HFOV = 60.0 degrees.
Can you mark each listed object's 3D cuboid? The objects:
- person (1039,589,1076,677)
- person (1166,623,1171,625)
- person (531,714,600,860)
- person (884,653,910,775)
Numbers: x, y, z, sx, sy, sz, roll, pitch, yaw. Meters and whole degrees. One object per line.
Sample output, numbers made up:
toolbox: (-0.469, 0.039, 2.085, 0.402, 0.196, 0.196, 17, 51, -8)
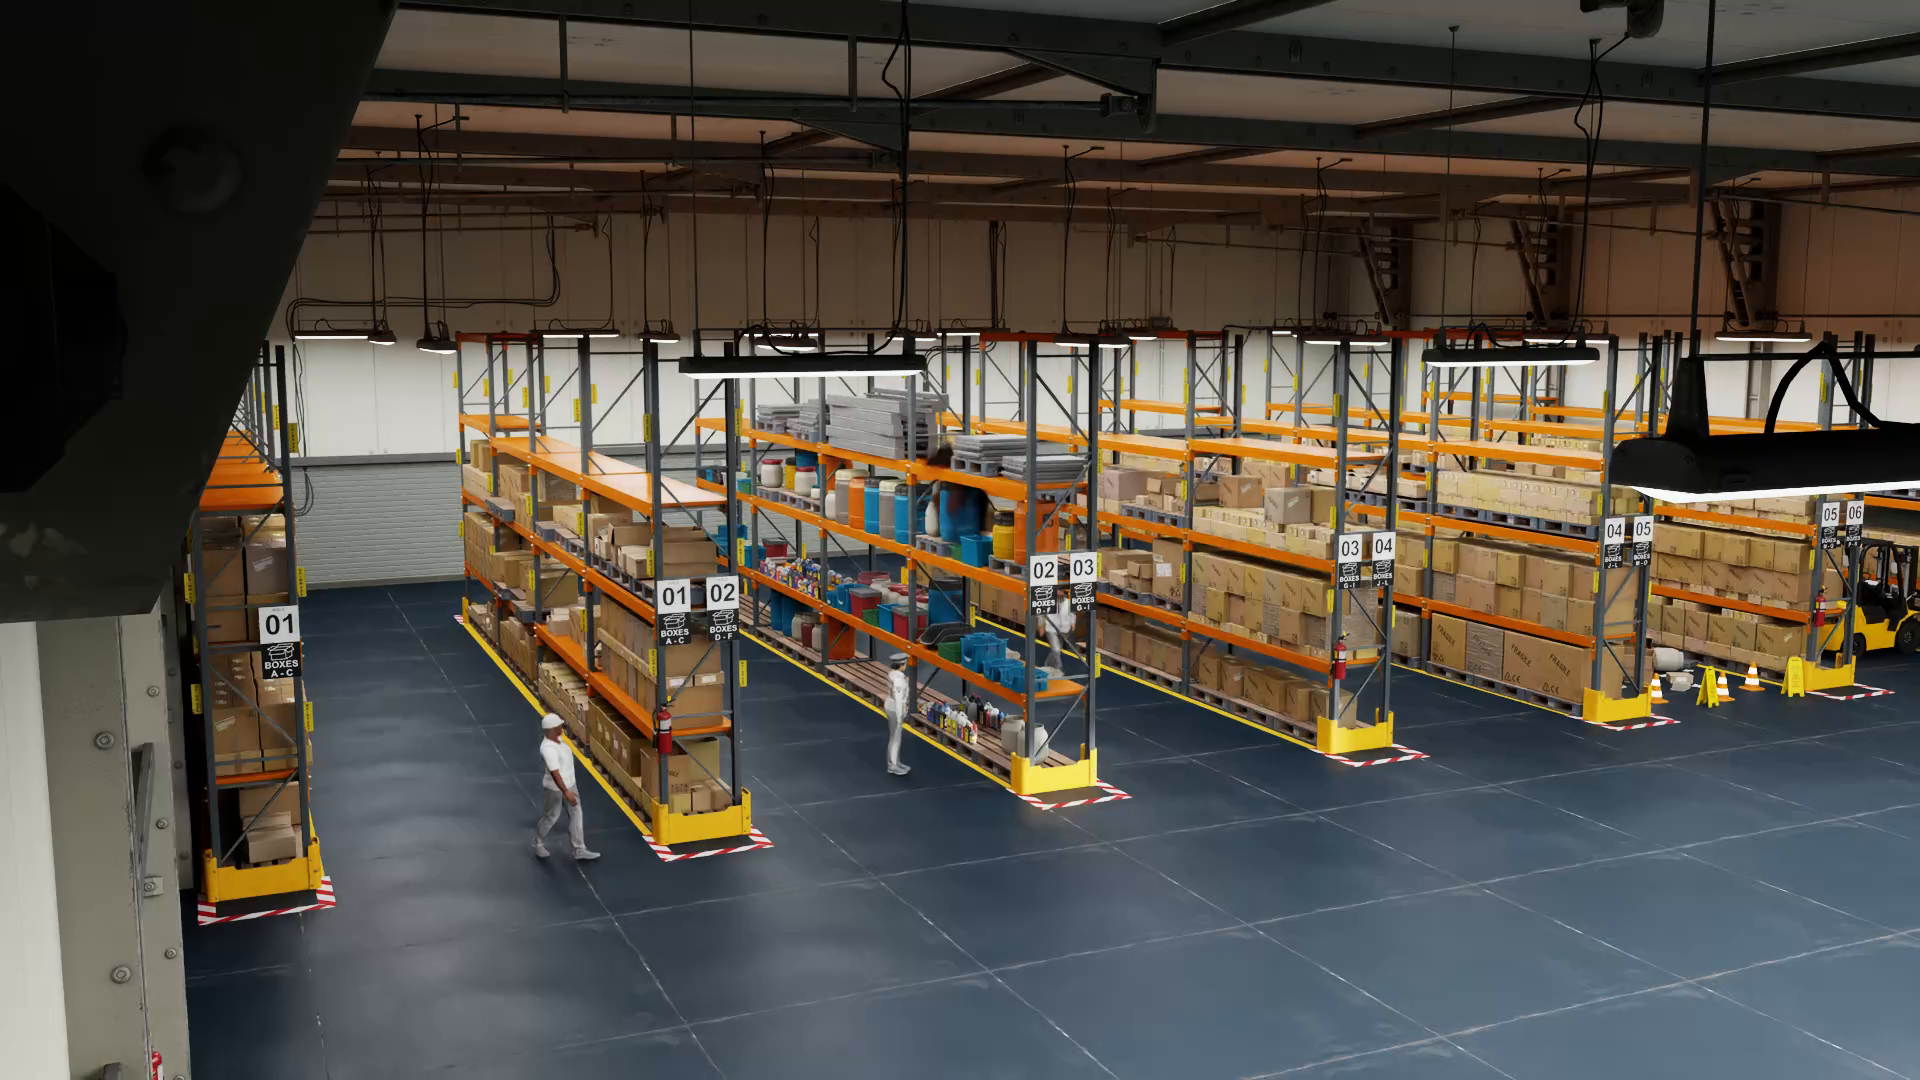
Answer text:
person: (1.732, 1.588, 28.947, 0.550, 1.752, 0.990, -4, 8, -25)
person: (4.269, 0.880, 34.646, 0.457, 1.632, 0.973, -3, 8, -22)
person: (-4.634, 2.867, 19.404, 0.868, 1.732, 0.649, 2, 8, 16)
person: (-0.873, 2.402, 23.050, 0.359, 1.683, 0.516, -1, 8, -9)
